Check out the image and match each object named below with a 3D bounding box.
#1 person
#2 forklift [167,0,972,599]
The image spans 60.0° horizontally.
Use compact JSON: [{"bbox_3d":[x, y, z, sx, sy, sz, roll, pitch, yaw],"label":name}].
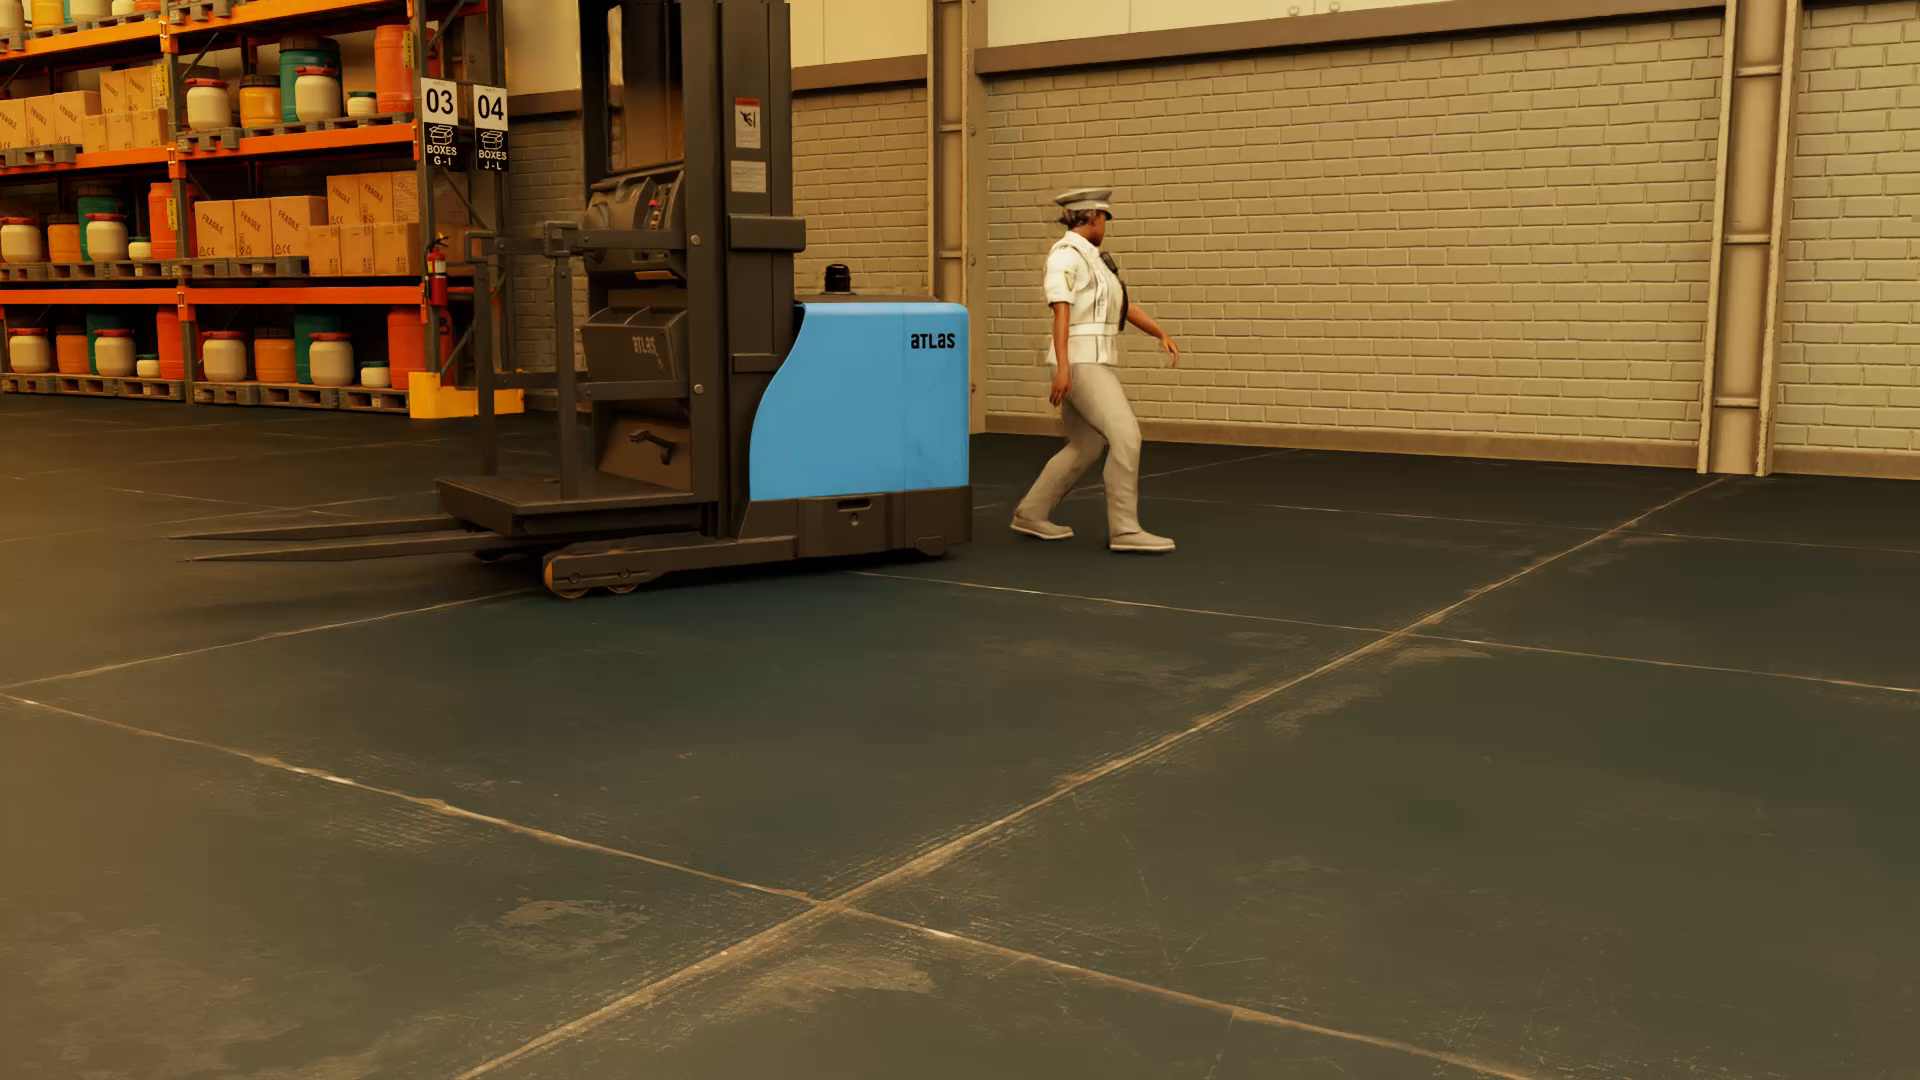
[{"bbox_3d":[0.574,-0.750,7.286,0.803,1.575,0.623,2,8,14],"label":"person"},{"bbox_3d":[-1.467,-1.320,6.477,3.031,2.935,1.130,-5,10,-32],"label":"forklift"}]
